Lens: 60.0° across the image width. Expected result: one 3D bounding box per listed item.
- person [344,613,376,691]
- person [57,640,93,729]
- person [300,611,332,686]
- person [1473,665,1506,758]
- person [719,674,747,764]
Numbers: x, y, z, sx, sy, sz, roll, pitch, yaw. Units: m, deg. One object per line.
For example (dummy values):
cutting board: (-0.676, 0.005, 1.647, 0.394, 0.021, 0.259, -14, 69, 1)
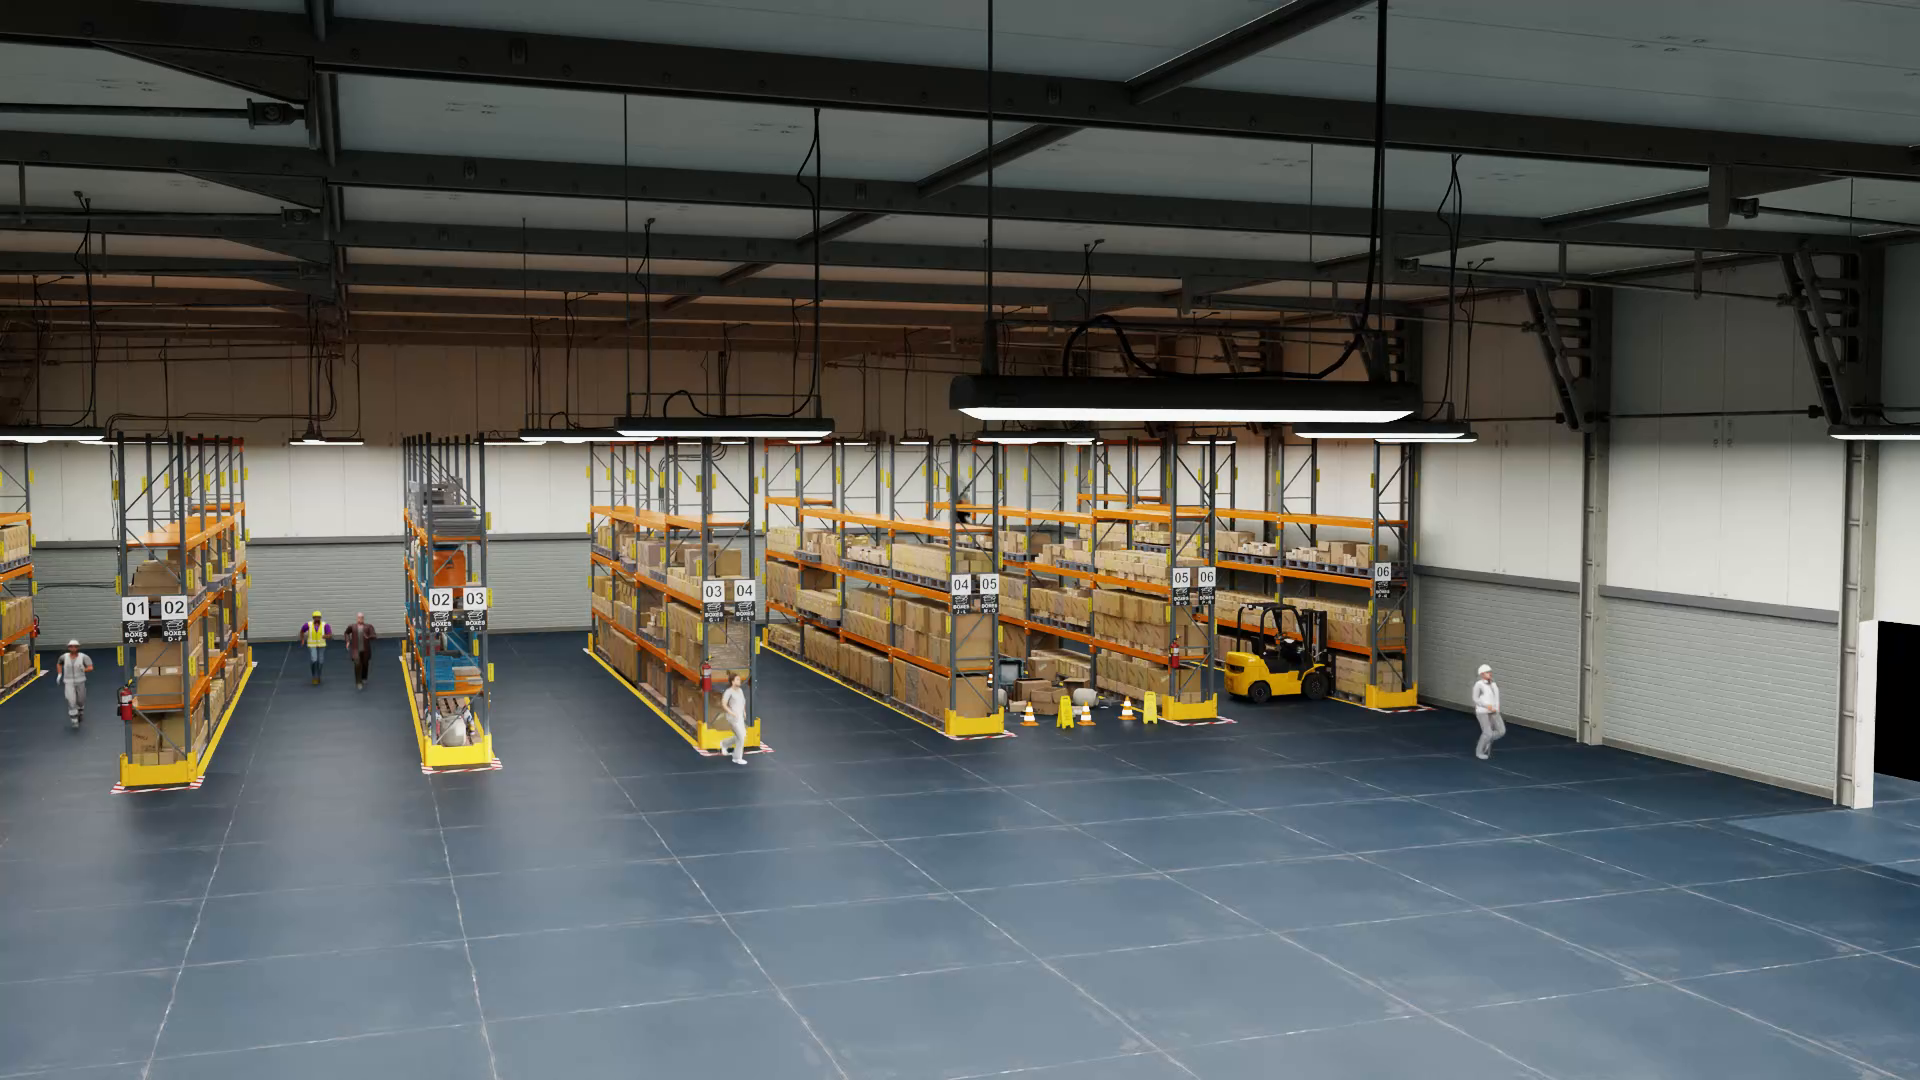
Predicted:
person: (-14.199, 2.620, 39.416, 0.697, 1.782, 1.045, -1, 3, -24)
person: (-18.067, 2.915, 33.958, 0.661, 1.770, 0.983, -2, 4, -27)
person: (-15.558, 2.617, 40.232, 0.671, 1.814, 0.832, -2, 4, -30)
person: (9.735, 3.159, 30.584, 0.672, 1.731, 0.552, -2, 4, -30)
person: (-4.143, 3.240, 30.277, 0.640, 1.635, 0.591, 2, 4, 27)
